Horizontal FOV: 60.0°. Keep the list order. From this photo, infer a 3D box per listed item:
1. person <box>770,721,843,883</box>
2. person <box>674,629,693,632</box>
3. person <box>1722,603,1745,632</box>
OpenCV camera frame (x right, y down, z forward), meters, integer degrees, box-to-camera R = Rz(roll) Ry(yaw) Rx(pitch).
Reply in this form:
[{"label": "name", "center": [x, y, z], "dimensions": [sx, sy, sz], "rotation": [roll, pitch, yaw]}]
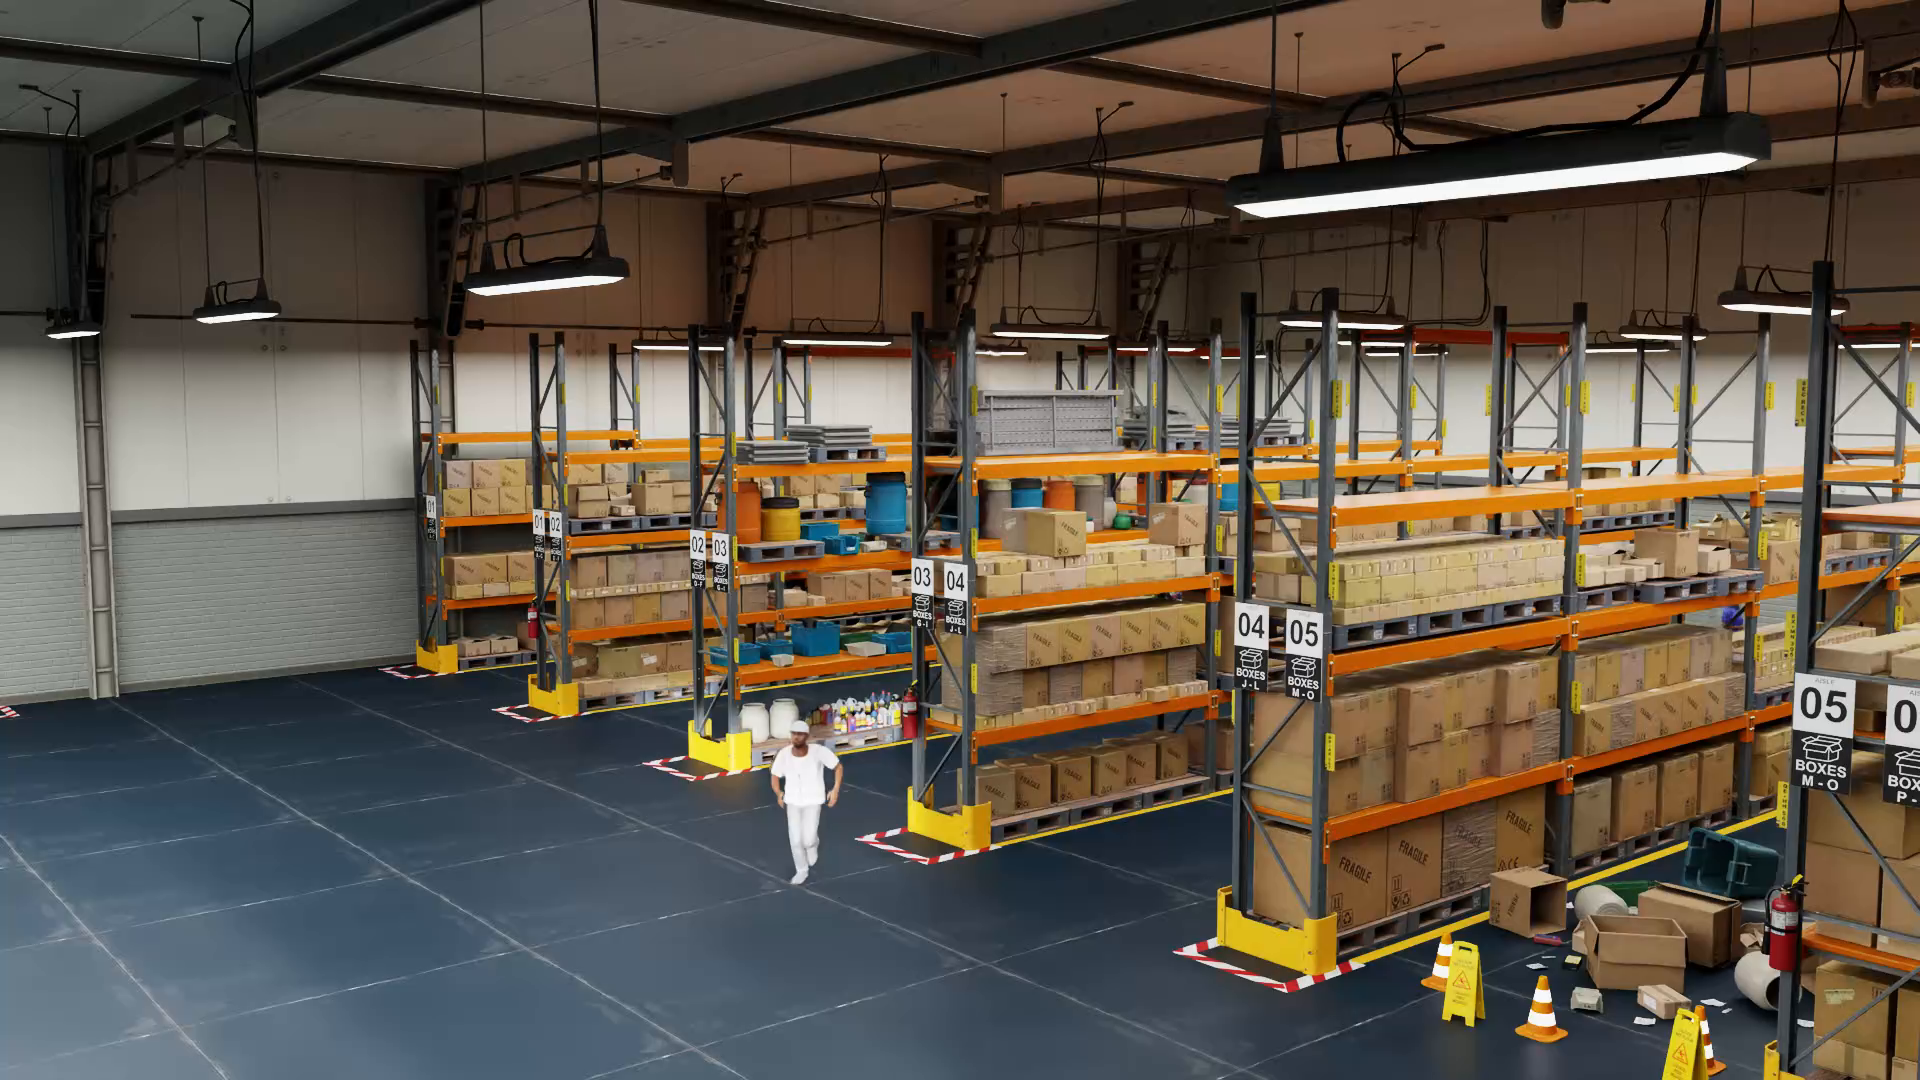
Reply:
[{"label": "person", "center": [-1.612, 2.720, 17.243], "dimensions": [0.735, 1.723, 0.648], "rotation": [1, 5, 9]}, {"label": "person", "center": [-4.905, 1.512, 30.007], "dimensions": [0.653, 1.734, 0.704], "rotation": [-5, 7, -42]}, {"label": "person", "center": [13.437, 1.736, 28.781], "dimensions": [0.590, 1.630, 0.900], "rotation": [-2, 6, -23]}]
